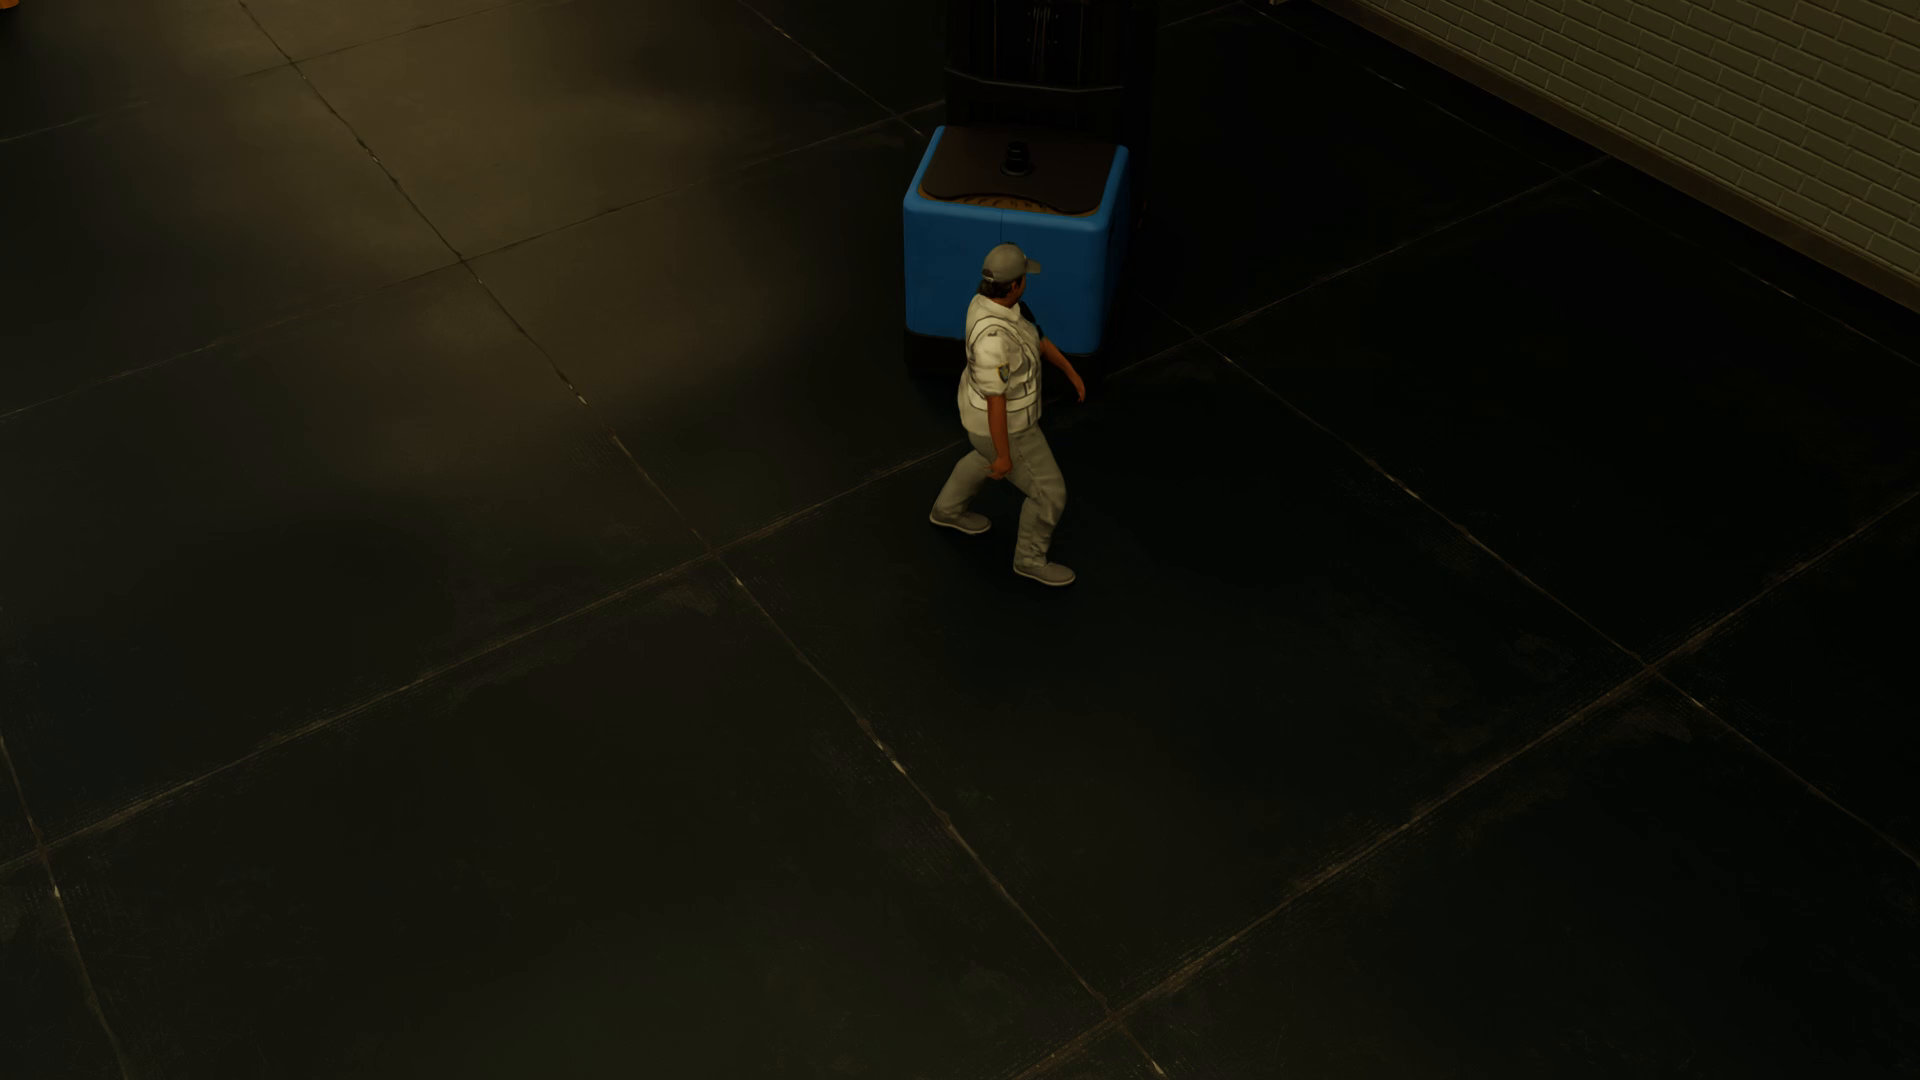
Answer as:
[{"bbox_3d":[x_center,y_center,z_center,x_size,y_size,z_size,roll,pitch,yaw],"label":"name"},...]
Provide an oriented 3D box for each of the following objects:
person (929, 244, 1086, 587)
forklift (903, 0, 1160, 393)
[{"bbox_3d":[0.218,-0.548,7.298,0.702,1.599,0.619,-3,43,-3],"label":"person"},{"bbox_3d":[0.521,-2.847,8.804,1.130,2.935,3.031,8,43,9],"label":"forklift"}]
